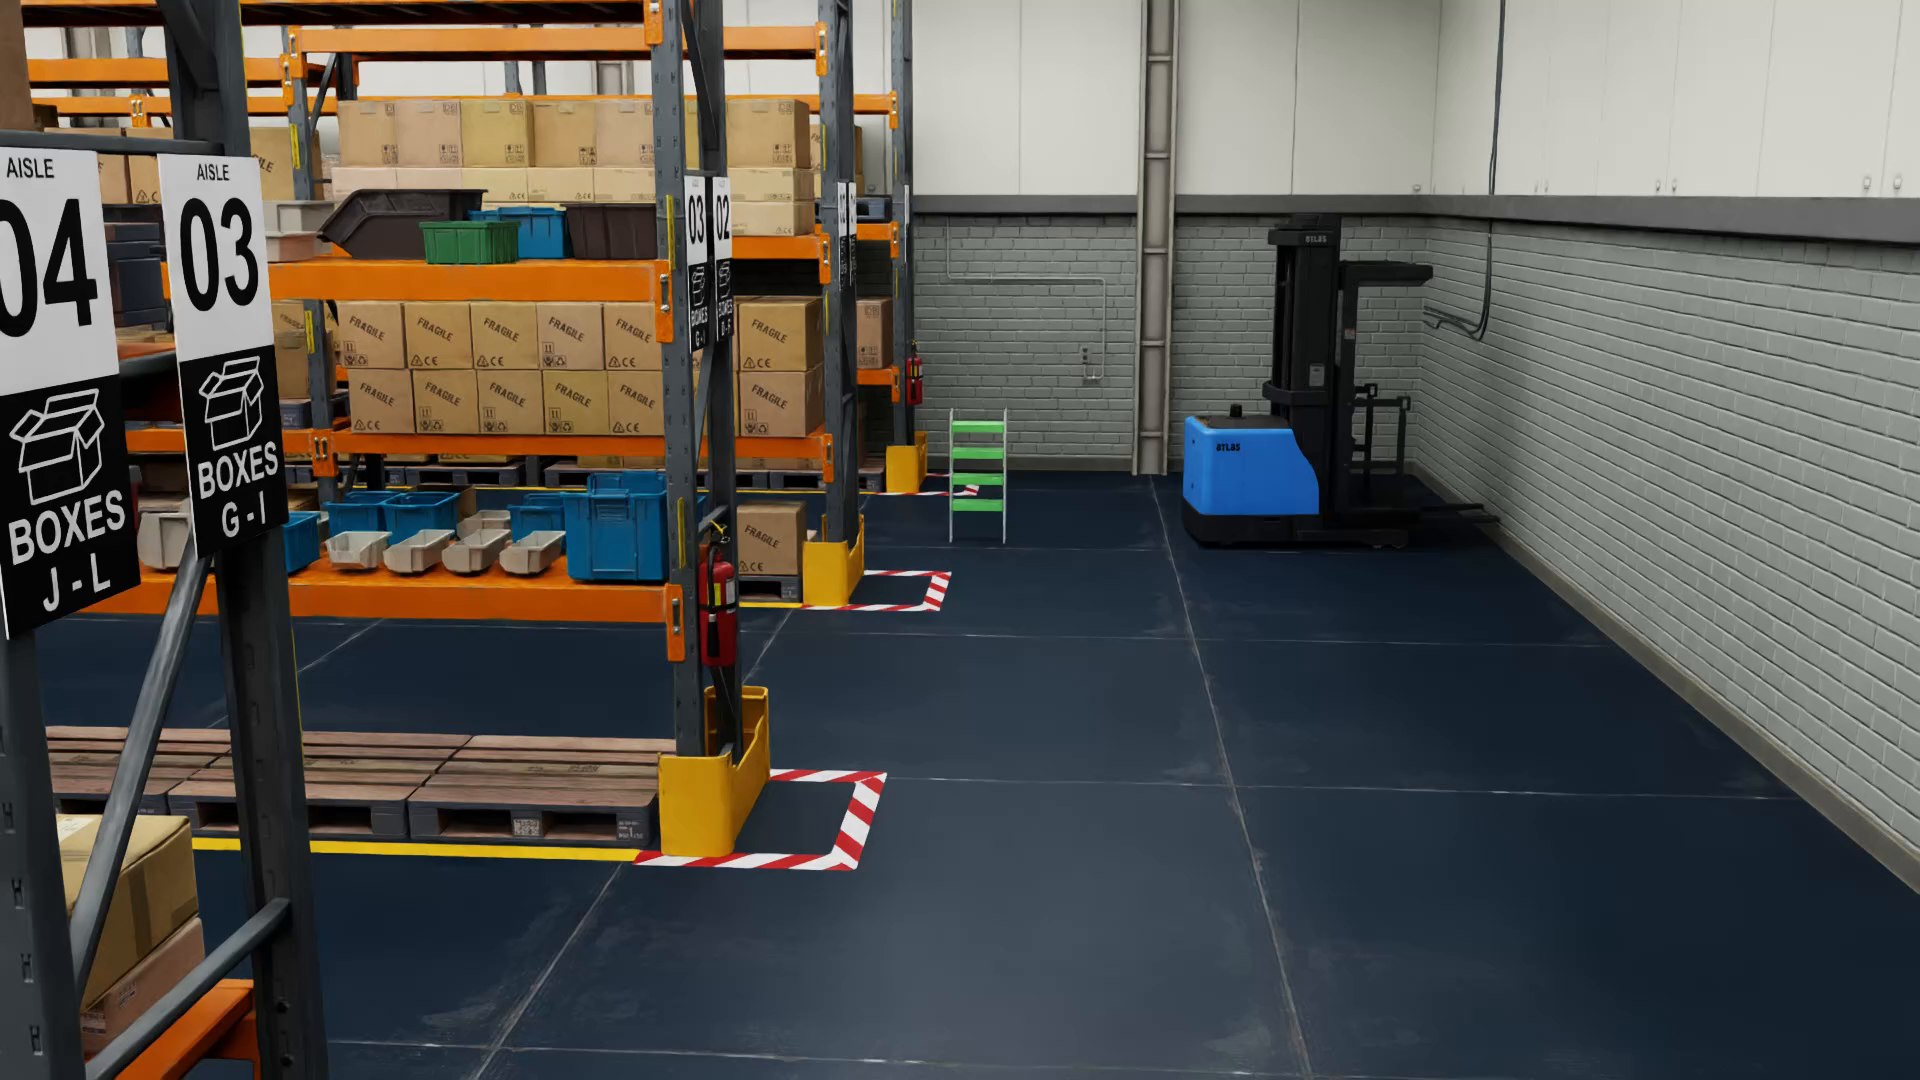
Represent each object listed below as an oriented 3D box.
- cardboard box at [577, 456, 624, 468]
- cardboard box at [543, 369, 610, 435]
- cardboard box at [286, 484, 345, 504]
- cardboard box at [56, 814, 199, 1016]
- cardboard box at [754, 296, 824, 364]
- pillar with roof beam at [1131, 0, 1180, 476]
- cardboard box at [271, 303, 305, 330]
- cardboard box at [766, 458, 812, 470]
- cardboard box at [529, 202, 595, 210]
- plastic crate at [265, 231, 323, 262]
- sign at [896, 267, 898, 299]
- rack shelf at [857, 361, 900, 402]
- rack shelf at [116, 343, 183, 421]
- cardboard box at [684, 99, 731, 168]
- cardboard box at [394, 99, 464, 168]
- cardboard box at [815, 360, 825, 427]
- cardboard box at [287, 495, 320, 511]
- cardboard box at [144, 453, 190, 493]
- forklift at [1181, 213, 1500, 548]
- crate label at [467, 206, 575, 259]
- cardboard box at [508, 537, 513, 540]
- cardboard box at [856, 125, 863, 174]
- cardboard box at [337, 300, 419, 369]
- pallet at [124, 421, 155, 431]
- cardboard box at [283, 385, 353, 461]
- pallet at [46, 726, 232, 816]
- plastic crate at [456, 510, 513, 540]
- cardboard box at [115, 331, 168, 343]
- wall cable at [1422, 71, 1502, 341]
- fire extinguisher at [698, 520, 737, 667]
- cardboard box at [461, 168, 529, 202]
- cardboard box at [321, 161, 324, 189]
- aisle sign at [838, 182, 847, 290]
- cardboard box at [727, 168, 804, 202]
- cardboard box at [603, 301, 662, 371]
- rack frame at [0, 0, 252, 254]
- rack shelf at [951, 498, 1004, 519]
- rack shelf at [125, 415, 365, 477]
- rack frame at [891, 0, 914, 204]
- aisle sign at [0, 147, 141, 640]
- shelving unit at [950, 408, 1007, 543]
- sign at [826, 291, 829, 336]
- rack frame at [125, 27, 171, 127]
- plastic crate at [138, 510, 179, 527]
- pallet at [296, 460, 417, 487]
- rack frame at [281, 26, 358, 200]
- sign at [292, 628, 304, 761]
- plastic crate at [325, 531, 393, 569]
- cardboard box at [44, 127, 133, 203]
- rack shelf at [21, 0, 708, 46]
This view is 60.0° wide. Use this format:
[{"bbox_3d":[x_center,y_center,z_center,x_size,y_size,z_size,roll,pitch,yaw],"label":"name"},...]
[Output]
[{"bbox_3d":[-3.854,-1.094,18.233,0.500,0.500,0.700,1,12,4],"label":"cardboard box"},{"bbox_3d":[-2.912,-1.097,12.924,0.500,0.500,0.500,1,12,3],"label":"cardboard box"},{"bbox_3d":[-5.387,-0.179,13.811,0.500,0.500,0.500,0,12,1],"label":"cardboard box"},{"bbox_3d":[-2.056,0.814,3.674,0.500,0.250,0.500,0,12,2],"label":"cardboard box"},{"bbox_3d":[-1.354,-1.674,13.243,0.500,0.500,0.500,1,12,5],"label":"cardboard box"},{"bbox_3d":[1.862,-4.285,13.757,0.400,9.000,9.100,1,12,4],"label":"pillar with roof beam"},{"bbox_3d":[-7.100,-2.327,18.029,0.500,0.500,0.500,1,12,4],"label":"cardboard box"},{"bbox_3d":[-1.806,-1.066,18.101,0.500,0.500,0.700,1,12,4],"label":"cardboard box"},{"bbox_3d":[-2.955,-2.448,12.665,0.500,0.250,0.500,1,12,4],"label":"cardboard box"},{"bbox_3d":[-3.342,-1.381,7.844,0.530,0.136,0.437,1,12,4],"label":"plastic crate"},{"bbox_3d":[-0.652,-2.660,17.235,0.005,0.325,0.100,1,12,4],"label":"sign"},{"bbox_3d":[-2.598,-1.763,18.111,4.000,0.370,1.077,1,12,4],"label":"rack shelf"},{"bbox_3d":[-3.591,-0.196,3.292,4.000,0.370,1.077,1,12,4],"label":"rack shelf"},{"bbox_3d":[-1.936,-3.111,12.782,0.500,0.500,0.700,1,12,4],"label":"cardboard box"},{"bbox_3d":[-3.943,-3.103,12.745,0.500,0.500,0.700,1,12,4],"label":"cardboard box"},{"bbox_3d":[-1.354,-1.185,13.345,0.500,0.500,0.500,1,12,5],"label":"cardboard box"},{"bbox_3d":[-5.432,-0.071,13.294,0.500,0.500,0.500,1,12,3],"label":"cardboard box"},{"bbox_3d":[-6.385,-0.560,13.800,0.500,0.250,0.500,1,12,4],"label":"cardboard box"},{"bbox_3d":[3.626,-1.470,15.120,3.031,2.935,1.130,-1,12,-3],"label":"forklift"},{"bbox_3d":[-2.163,-1.538,8.316,0.502,0.251,0.408,1,12,4],"label":"crate label"},{"bbox_3d":[-3.585,-0.070,13.751,0.500,0.311,0.500,1,12,4],"label":"cardboard box"},{"bbox_3d":[-1.314,-4.164,17.769,0.500,0.500,0.500,0,12,2],"label":"cardboard box"},{"bbox_3d":[-4.469,-1.605,12.912,0.500,0.500,0.500,1,12,5],"label":"cardboard box"},{"bbox_3d":[-6.971,-1.066,13.489,1.213,0.211,1.003,1,12,4],"label":"pallet"},{"bbox_3d":[-6.986,-1.301,18.368,0.750,0.750,0.750,1,12,3],"label":"cardboard box"},{"bbox_3d":[-4.519,1.248,8.768,1.213,0.211,1.003,1,12,4],"label":"pallet"},{"bbox_3d":[-2.480,-0.066,8.736,0.298,0.136,0.250,1,12,4],"label":"plastic crate"},{"bbox_3d":[-6.687,-1.397,13.333,0.500,0.500,0.700,-2,12,-11],"label":"cardboard box"},{"bbox_3d":[5.017,-3.354,16.892,0.112,2.526,3.097,1,12,4],"label":"wall cable"},{"bbox_3d":[-1.144,0.251,7.824,0.183,0.674,0.296,1,12,4],"label":"fire extinguisher"},{"bbox_3d":[-3.455,-2.697,12.638,0.500,0.250,0.500,1,12,4],"label":"cardboard box"},{"bbox_3d":[-7.013,-3.929,18.060,0.500,0.500,0.700,1,12,7],"label":"cardboard box"},{"bbox_3d":[-0.882,-2.285,12.499,0.004,0.787,0.394,1,12,4],"label":"aisle sign"},{"bbox_3d":[-1.459,-2.671,12.511,0.500,0.250,0.500,1,12,4],"label":"cardboard box"},{"bbox_3d":[-2.414,-1.577,12.778,0.500,0.500,0.500,1,12,5],"label":"cardboard box"},{"bbox_3d":[-1.595,-1.989,2.780,0.127,3.000,1.000,1,12,4],"label":"rack frame"},{"bbox_3d":[0.165,-0.288,15.179,0.480,0.148,0.258,1,12,4],"label":"rack shelf"},{"bbox_3d":[-6.916,-0.806,13.535,4.000,0.370,1.077,1,12,4],"label":"rack shelf"},{"bbox_3d":[-0.602,-5.025,17.293,0.127,3.000,1.000,1,12,4],"label":"rack frame"},{"bbox_3d":[-1.543,-0.263,2.830,0.004,0.787,0.394,1,12,4],"label":"aisle sign"},{"bbox_3d":[0.165,-0.585,15.116,0.503,1.200,0.258,1,12,4],"label":"shelving unit"},{"bbox_3d":[-0.986,-1.685,12.377,0.005,0.325,0.100,1,12,4],"label":"sign"},{"bbox_3d":[-8.584,-5.134,17.816,0.127,3.000,1.000,1,12,4],"label":"rack frame"},{"bbox_3d":[-4.120,-0.053,8.704,0.590,0.125,0.437,1,12,4],"label":"plastic crate"},{"bbox_3d":[-6.589,-0.789,18.508,1.213,0.211,1.003,1,12,4],"label":"pallet"},{"bbox_3d":[-4.920,-4.067,12.716,0.127,3.000,1.000,1,12,4],"label":"rack frame"},{"bbox_3d":[-1.552,0.372,3.839,0.005,0.325,0.100,1,12,4],"label":"sign"},{"bbox_3d":[-2.954,0.055,8.158,0.250,0.136,0.298,1,12,4],"label":"plastic crate"},{"bbox_3d":[-6.749,-2.942,13.149,0.600,0.600,0.600,0,12,2],"label":"cardboard box"},{"bbox_3d":[-3.260,-2.480,7.863,4.000,0.370,1.077,1,12,4],"label":"rack shelf"}]
